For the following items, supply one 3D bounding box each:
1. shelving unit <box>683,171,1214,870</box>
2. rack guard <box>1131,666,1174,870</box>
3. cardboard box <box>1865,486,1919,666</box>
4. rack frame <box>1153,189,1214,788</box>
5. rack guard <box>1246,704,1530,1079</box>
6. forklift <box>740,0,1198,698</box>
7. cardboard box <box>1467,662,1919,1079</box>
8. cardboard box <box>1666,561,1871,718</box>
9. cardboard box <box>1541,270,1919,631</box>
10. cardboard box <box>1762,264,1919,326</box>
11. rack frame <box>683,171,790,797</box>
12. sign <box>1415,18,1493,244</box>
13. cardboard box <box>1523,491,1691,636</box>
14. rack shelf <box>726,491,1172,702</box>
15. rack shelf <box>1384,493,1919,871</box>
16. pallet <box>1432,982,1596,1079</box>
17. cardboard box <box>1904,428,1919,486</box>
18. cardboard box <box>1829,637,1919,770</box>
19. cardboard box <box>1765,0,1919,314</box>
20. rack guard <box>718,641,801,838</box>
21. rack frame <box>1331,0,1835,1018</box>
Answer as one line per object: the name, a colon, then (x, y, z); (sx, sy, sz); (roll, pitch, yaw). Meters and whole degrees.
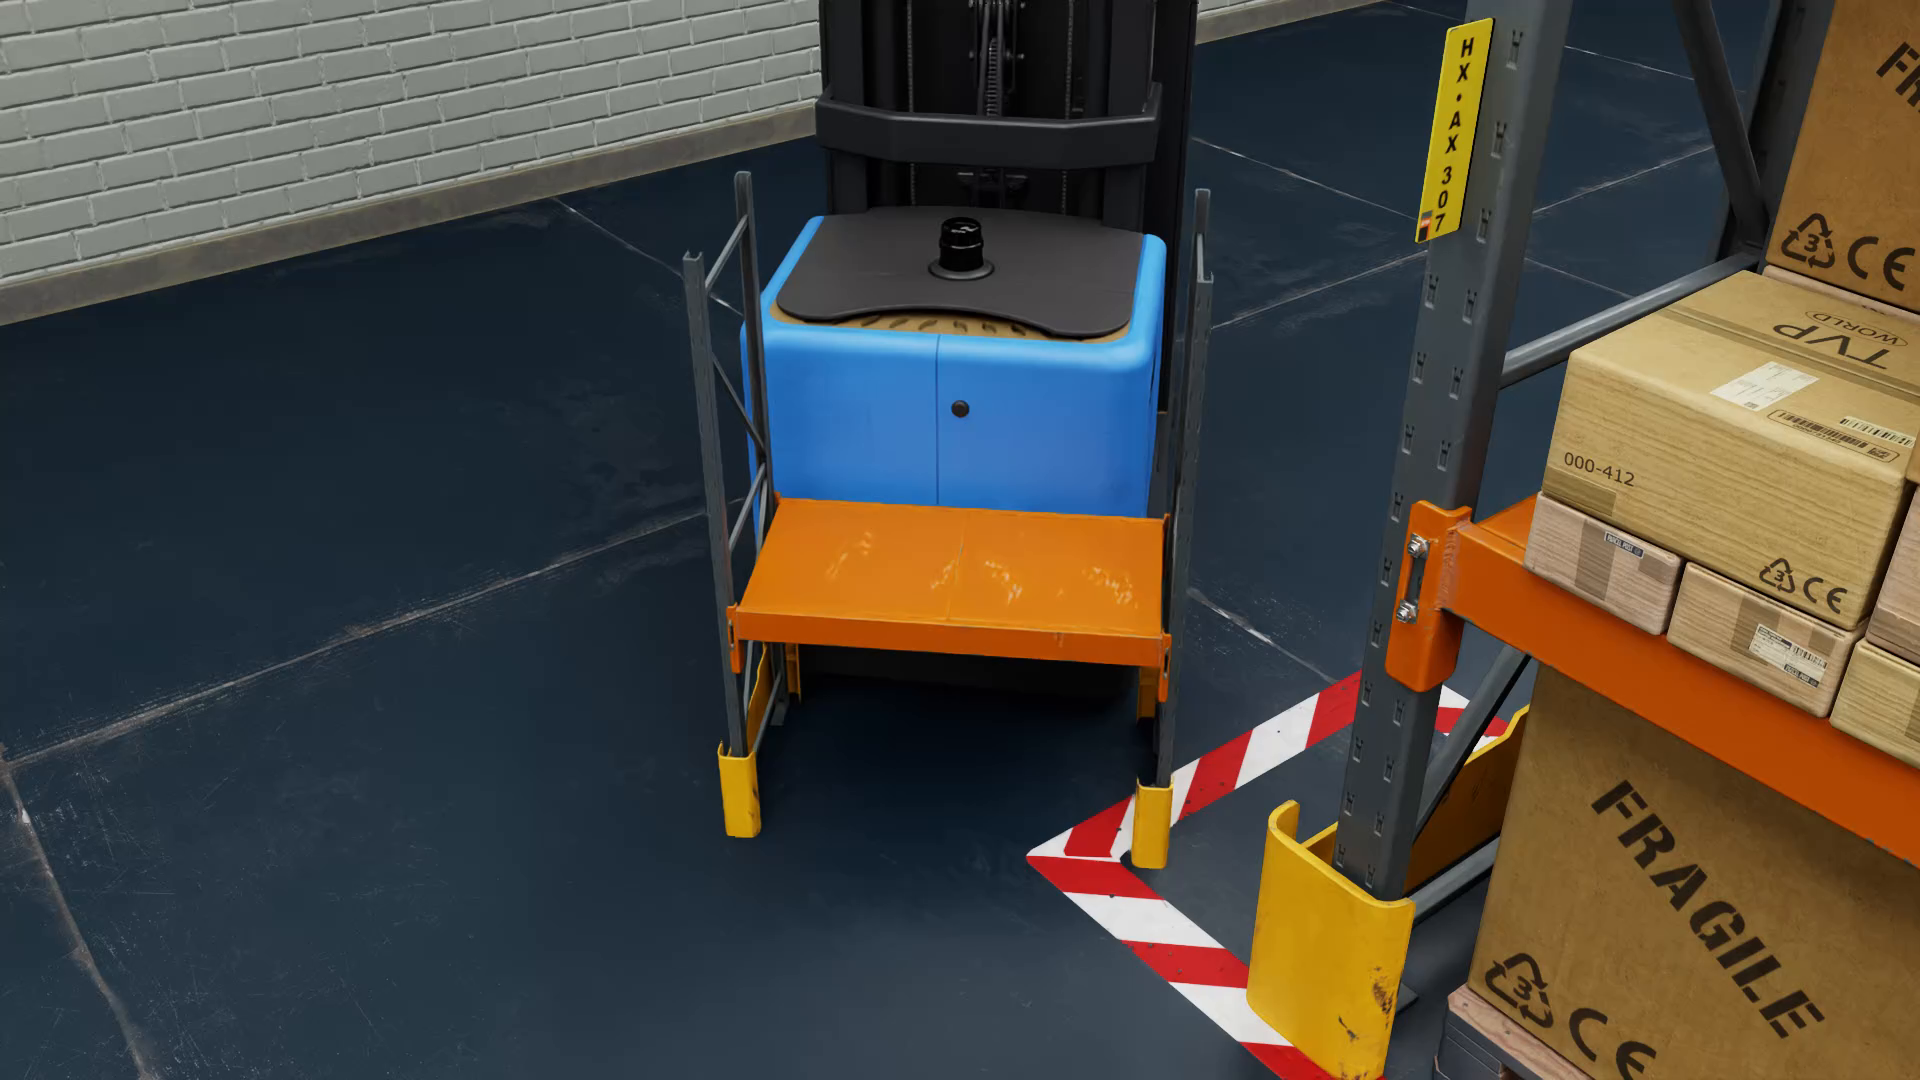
shelving unit: (-0.012, -0.030, 3.868); (1.083, 1.500, 0.587); (3, 33, 5)
rack guard: (0.485, 0.525, 4.159); (0.087, 0.250, 0.587); (3, 33, 5)
cardboard box: (1.586, 0.054, 2.180); (0.500, 0.250, 0.500); (-23, 38, -32)
rack frame: (0.503, 0.000, 3.819); (0.032, 1.500, 0.500); (3, 33, 5)
rack guard: (1.167, 0.667, 3.703); (1.175, 0.500, 0.348); (-22, 38, -31)
forklift: (0.173, -1.585, 5.024); (1.130, 2.935, 3.031); (5, 32, 7)
cardboard box: (1.637, 0.580, 3.089); (0.875, 0.875, 0.875); (-22, 38, -31)
cardboard box: (1.297, 0.083, 2.512); (0.380, 0.149, 0.250); (-23, 38, -32)
cardboard box: (1.262, -0.160, 2.525); (0.500, 0.250, 0.500); (-23, 39, -33)
cardboard box: (1.688, -0.332, 2.801); (0.500, 0.250, 0.500); (-23, 39, -32)
rack frame: (-0.508, -0.059, 3.916); (0.032, 1.500, 0.500); (3, 33, 5)
sign: (0.739, -0.609, 2.493); (0.100, 0.325, 0.005); (-22, 38, -31)
cardboard box: (1.138, -0.024, 2.683); (0.380, 0.149, 0.250); (-22, 38, -31)
rack shelf: (-0.002, 0.122, 3.965); (1.000, 0.185, 0.538); (3, 33, 5)
rack shelf: (2.408, 0.754, 1.875); (1.077, 0.370, 4.000); (-22, 38, -31)
pallet: (1.733, 1.107, 3.267); (1.003, 0.211, 1.213); (-22, 38, -31)
cardboard box: (1.569, -0.271, 1.992); (0.500, 0.500, 0.500); (-23, 39, -32)
cardboard box: (1.454, 0.189, 2.340); (0.380, 0.149, 0.250); (-23, 39, -32)
cardboard box: (1.688, -0.648, 2.600); (0.500, 0.500, 0.500); (-22, 38, -31)
rack guard: (-0.505, 0.467, 4.253); (0.087, 0.250, 0.587); (3, 33, 5)
rack frame: (1.181, -0.385, 3.027); (1.000, 3.000, 0.127); (-22, 38, -31)
